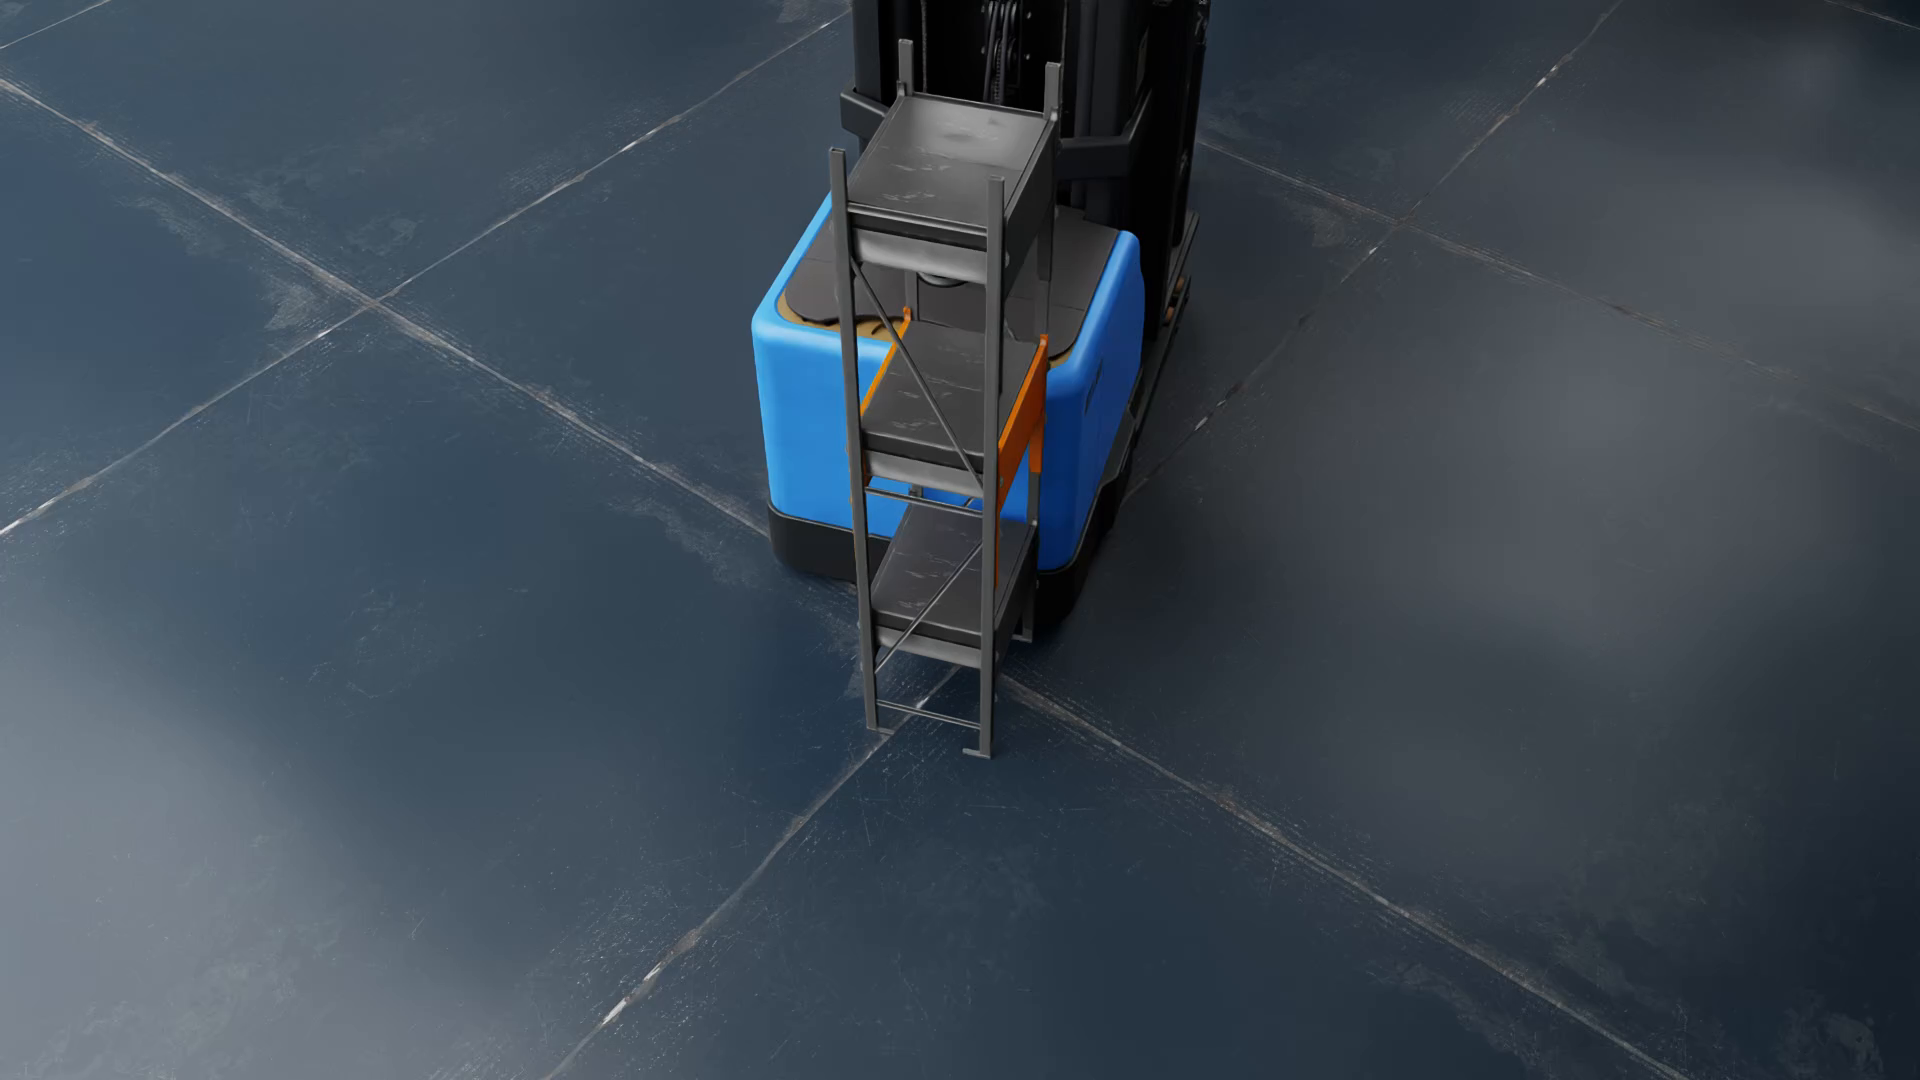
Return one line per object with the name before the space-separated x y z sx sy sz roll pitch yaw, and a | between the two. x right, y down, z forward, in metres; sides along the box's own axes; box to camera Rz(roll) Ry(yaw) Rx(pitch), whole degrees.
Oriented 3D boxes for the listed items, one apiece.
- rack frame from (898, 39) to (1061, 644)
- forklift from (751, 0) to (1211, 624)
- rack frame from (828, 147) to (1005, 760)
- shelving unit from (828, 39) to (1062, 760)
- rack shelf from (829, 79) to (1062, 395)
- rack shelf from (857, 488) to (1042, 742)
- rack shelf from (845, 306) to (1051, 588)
rack frame | 0.045 -0.434 4.712 0.400 2.100 0.015 12 48 12
forklift | 0.280 -1.830 5.471 1.130 2.935 3.031 12 48 12
rack frame | -0.097 -0.096 4.390 0.400 2.100 0.015 12 48 12
shelving unit | -0.026 -0.265 4.551 0.431 2.100 0.503 12 48 12
rack shelf | -0.026 -0.739 4.055 0.431 0.518 0.480 12 48 12
rack shelf | -0.026 0.228 5.067 0.431 0.518 0.480 12 48 12
rack shelf | -0.026 -0.256 4.561 0.431 0.518 0.480 12 48 12
